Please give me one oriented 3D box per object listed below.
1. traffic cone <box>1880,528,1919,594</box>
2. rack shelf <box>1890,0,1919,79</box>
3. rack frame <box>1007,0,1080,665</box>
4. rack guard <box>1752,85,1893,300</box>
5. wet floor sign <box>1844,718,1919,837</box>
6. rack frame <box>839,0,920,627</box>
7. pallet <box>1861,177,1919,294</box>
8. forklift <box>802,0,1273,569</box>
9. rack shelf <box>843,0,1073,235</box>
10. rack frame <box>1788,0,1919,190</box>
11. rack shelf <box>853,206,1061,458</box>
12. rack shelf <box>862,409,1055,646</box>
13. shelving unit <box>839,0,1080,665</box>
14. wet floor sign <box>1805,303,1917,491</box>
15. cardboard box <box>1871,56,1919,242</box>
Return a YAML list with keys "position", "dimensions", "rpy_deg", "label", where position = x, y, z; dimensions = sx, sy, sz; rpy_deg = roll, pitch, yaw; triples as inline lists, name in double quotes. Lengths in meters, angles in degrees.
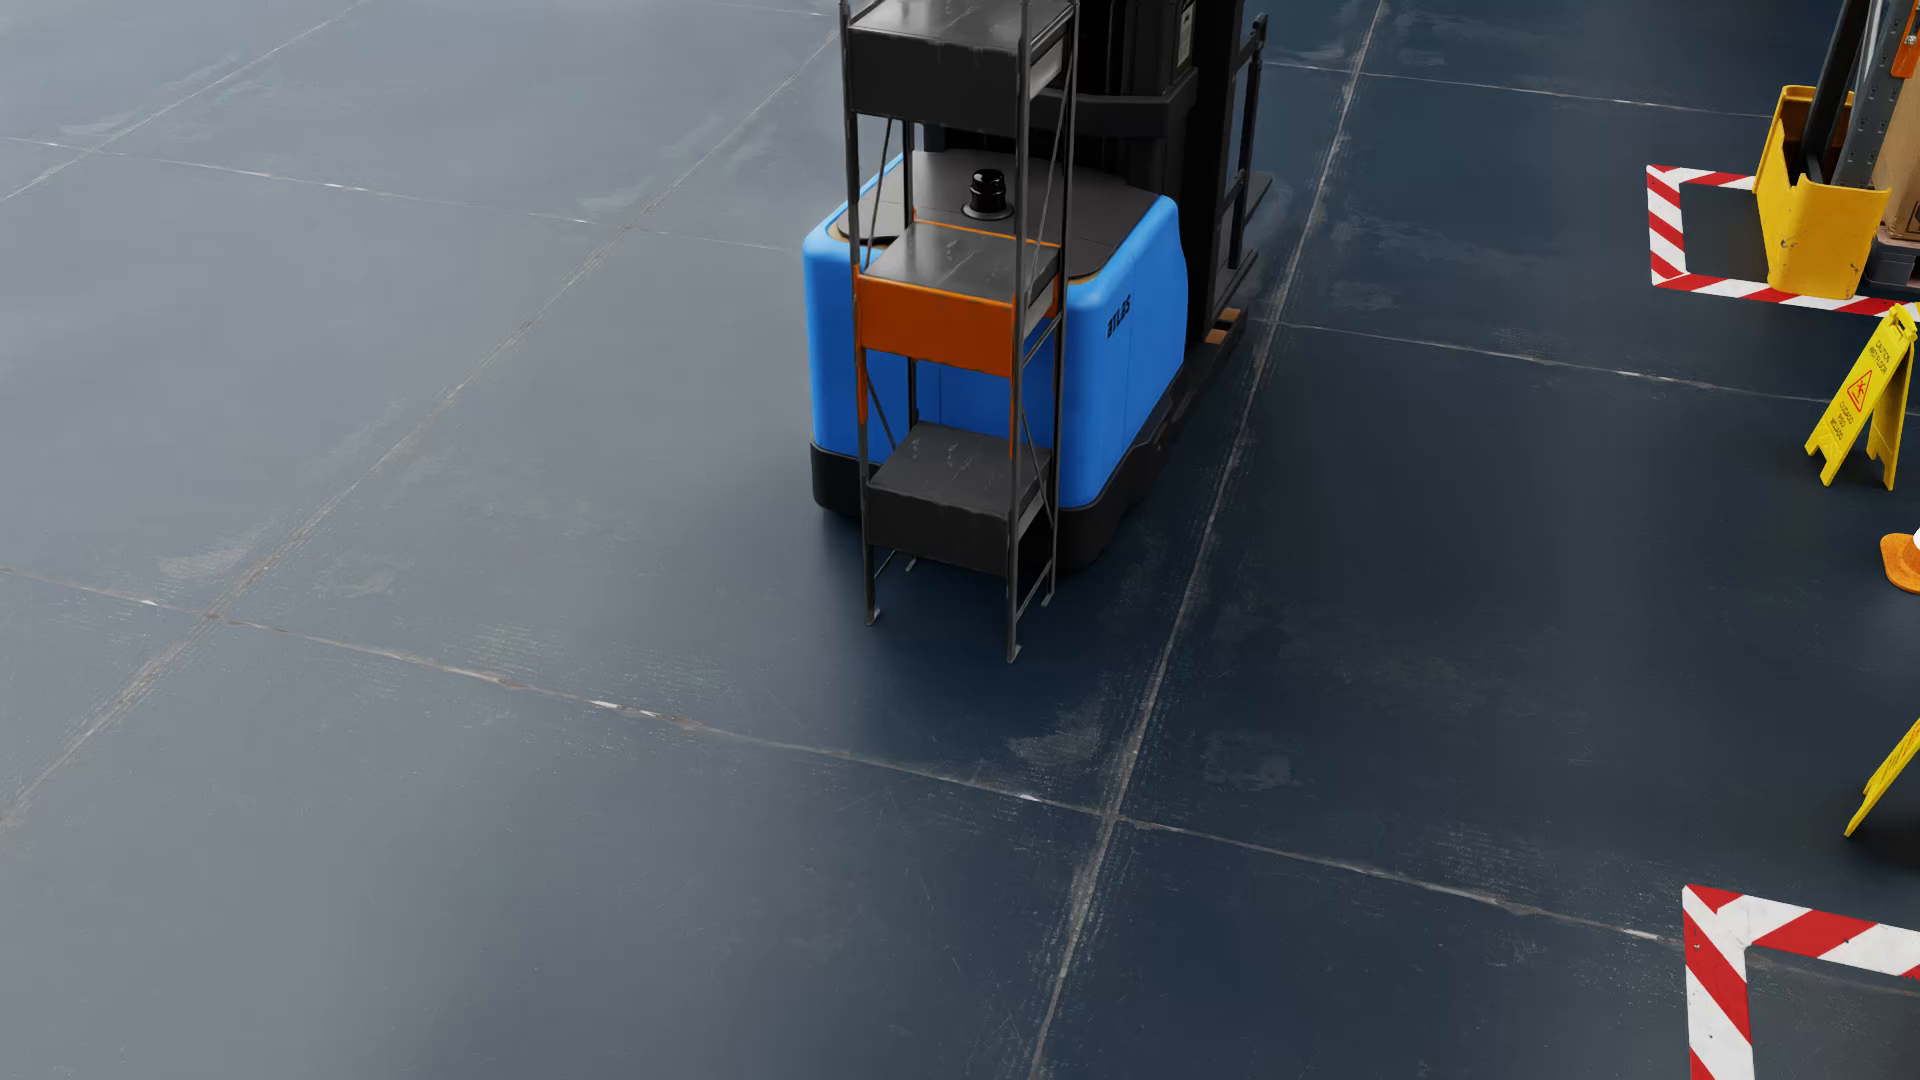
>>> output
- position: [3.299, -0.087, 5.478]
  dimensions: [0.334, 0.463, 0.336]
  rpy_deg: [10, 38, 14]
  label: "traffic cone"
- position: [5.786, -1.942, 6.465]
  dimensions: [4.000, 0.370, 1.077]
  rpy_deg: [10, 38, 14]
  label: "rack shelf"
- position: [0.230, -0.564, 4.745]
  dimensions: [0.015, 2.100, 0.400]
  rpy_deg: [14, 39, 18]
  label: "rack frame"
- position: [3.854, -1.583, 7.479]
  dimensions: [0.348, 0.500, 1.175]
  rpy_deg: [10, 38, 14]
  label: "rack guard"
- position: [2.635, 0.542, 4.469]
  dimensions: [0.232, 0.644, 0.267]
  rpy_deg: [24, 43, 29]
  label: "wet floor sign"
- position: [-0.221, -0.674, 4.895]
  dimensions: [0.015, 2.100, 0.400]
  rpy_deg: [14, 39, 18]
  label: "rack frame"
- position: [4.663, -1.365, 7.427]
  dimensions: [1.213, 0.211, 1.003]
  rpy_deg: [10, 38, 14]
  label: "pallet"
- position: [0.532, -1.952, 5.929]
  dimensions: [1.130, 2.935, 3.031]
  rpy_deg: [14, 39, 19]
  label: "forklift"
- position: [0.005, -1.172, 4.413]
  dimensions: [0.480, 0.518, 0.431]
  rpy_deg: [14, 39, 18]
  label: "rack shelf"
- position: [3.877, -2.585, 6.732]
  dimensions: [0.127, 3.000, 1.000]
  rpy_deg: [10, 38, 14]
  label: "rack frame"
- position: [0.005, -0.608, 4.828]
  dimensions: [0.480, 0.518, 0.431]
  rpy_deg: [14, 39, 18]
  label: "rack shelf"
- position: [0.005, -0.044, 5.243]
  dimensions: [0.480, 0.518, 0.431]
  rpy_deg: [14, 39, 18]
  label: "rack shelf"
- position: [0.005, -0.619, 4.820]
  dimensions: [0.503, 2.100, 0.431]
  rpy_deg: [14, 39, 18]
  label: "shelving unit"
- position: [3.259, -0.522, 5.915]
  dimensions: [0.232, 0.644, 0.267]
  rpy_deg: [4, 37, 6]
  label: "wet floor sign"
- position: [4.544, -1.816, 7.125]
  dimensions: [0.875, 0.875, 0.875]
  rpy_deg: [11, 38, 14]
  label: "cardboard box"
